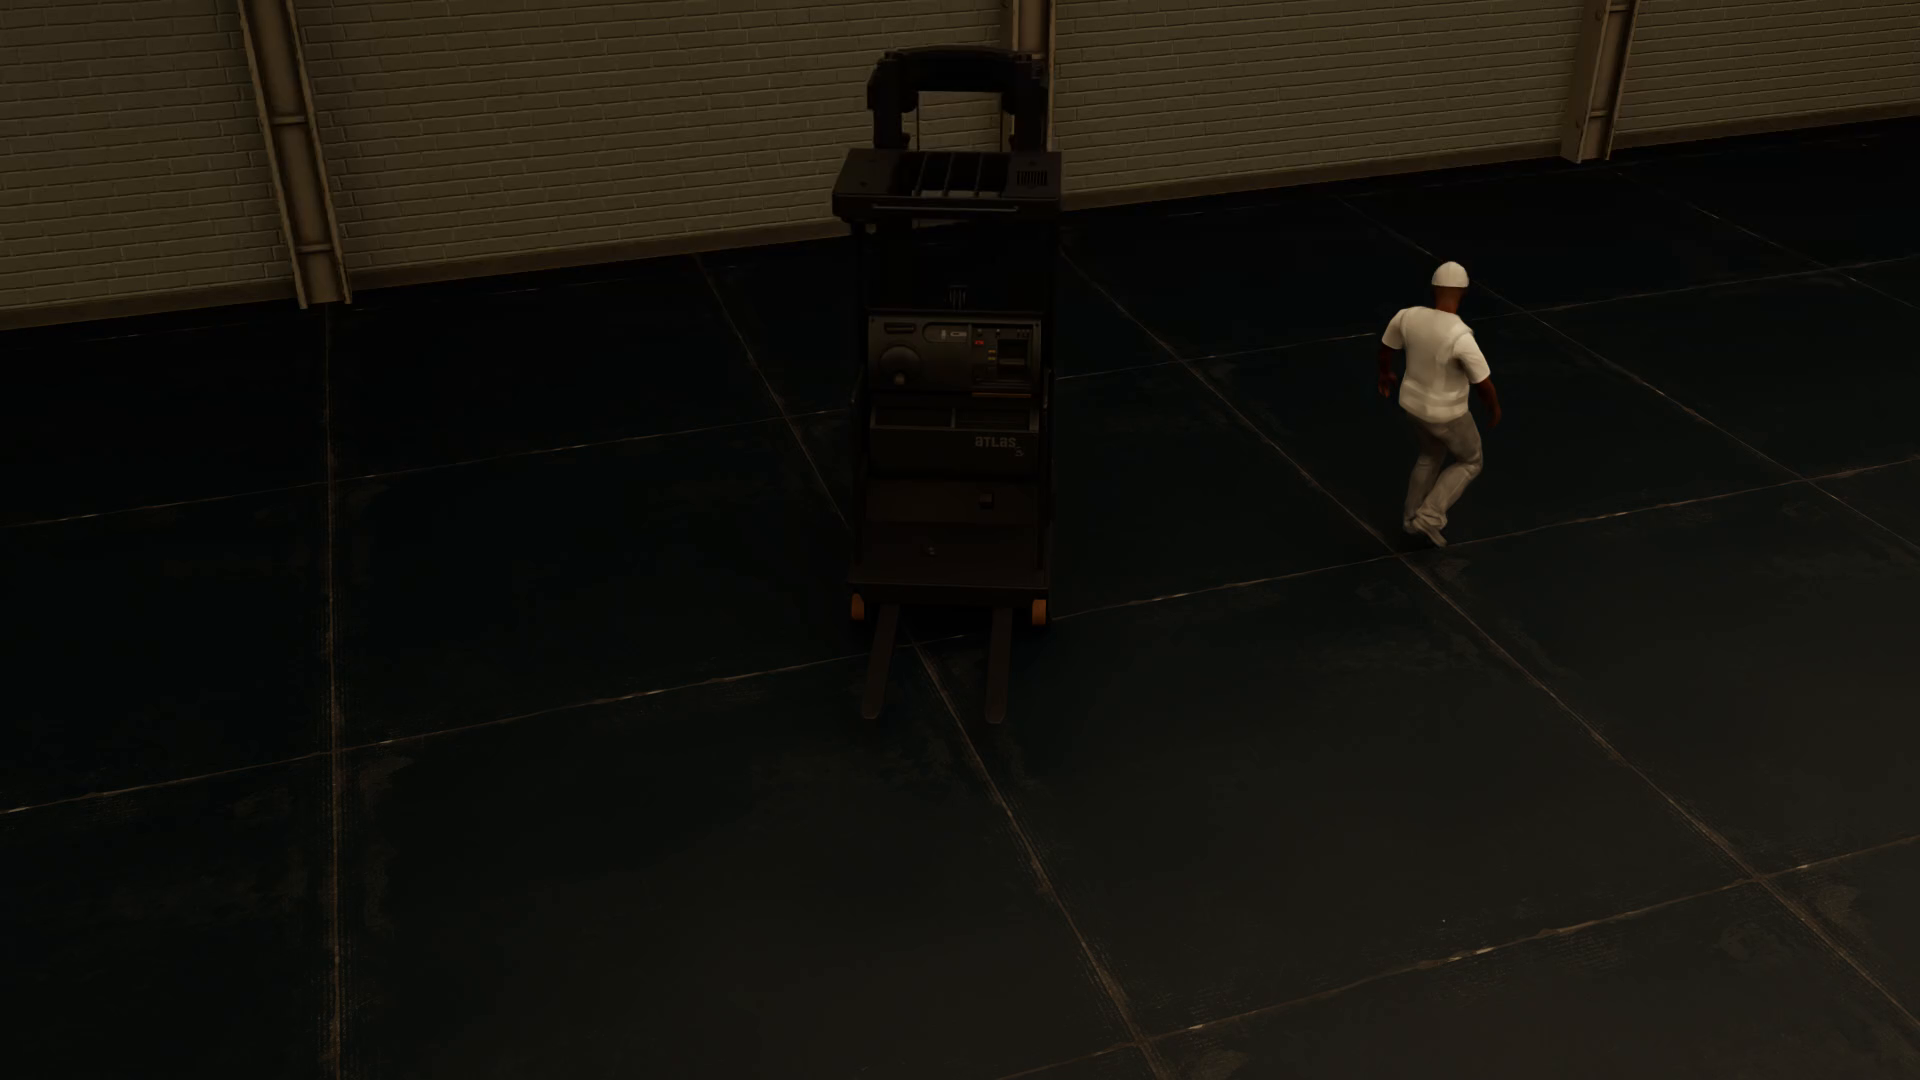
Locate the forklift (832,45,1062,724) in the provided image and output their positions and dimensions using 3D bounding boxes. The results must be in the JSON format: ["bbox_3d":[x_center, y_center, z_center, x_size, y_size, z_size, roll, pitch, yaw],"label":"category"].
[{"bbox_3d":[-0.041,-0.954,8.746,1.130,2.935,3.031,2,30,3],"label":"forklift"}]

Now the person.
[{"bbox_3d":[2.772,-0.809,9.698,0.490,1.732,0.816,-14,33,-22],"label":"person"}]
